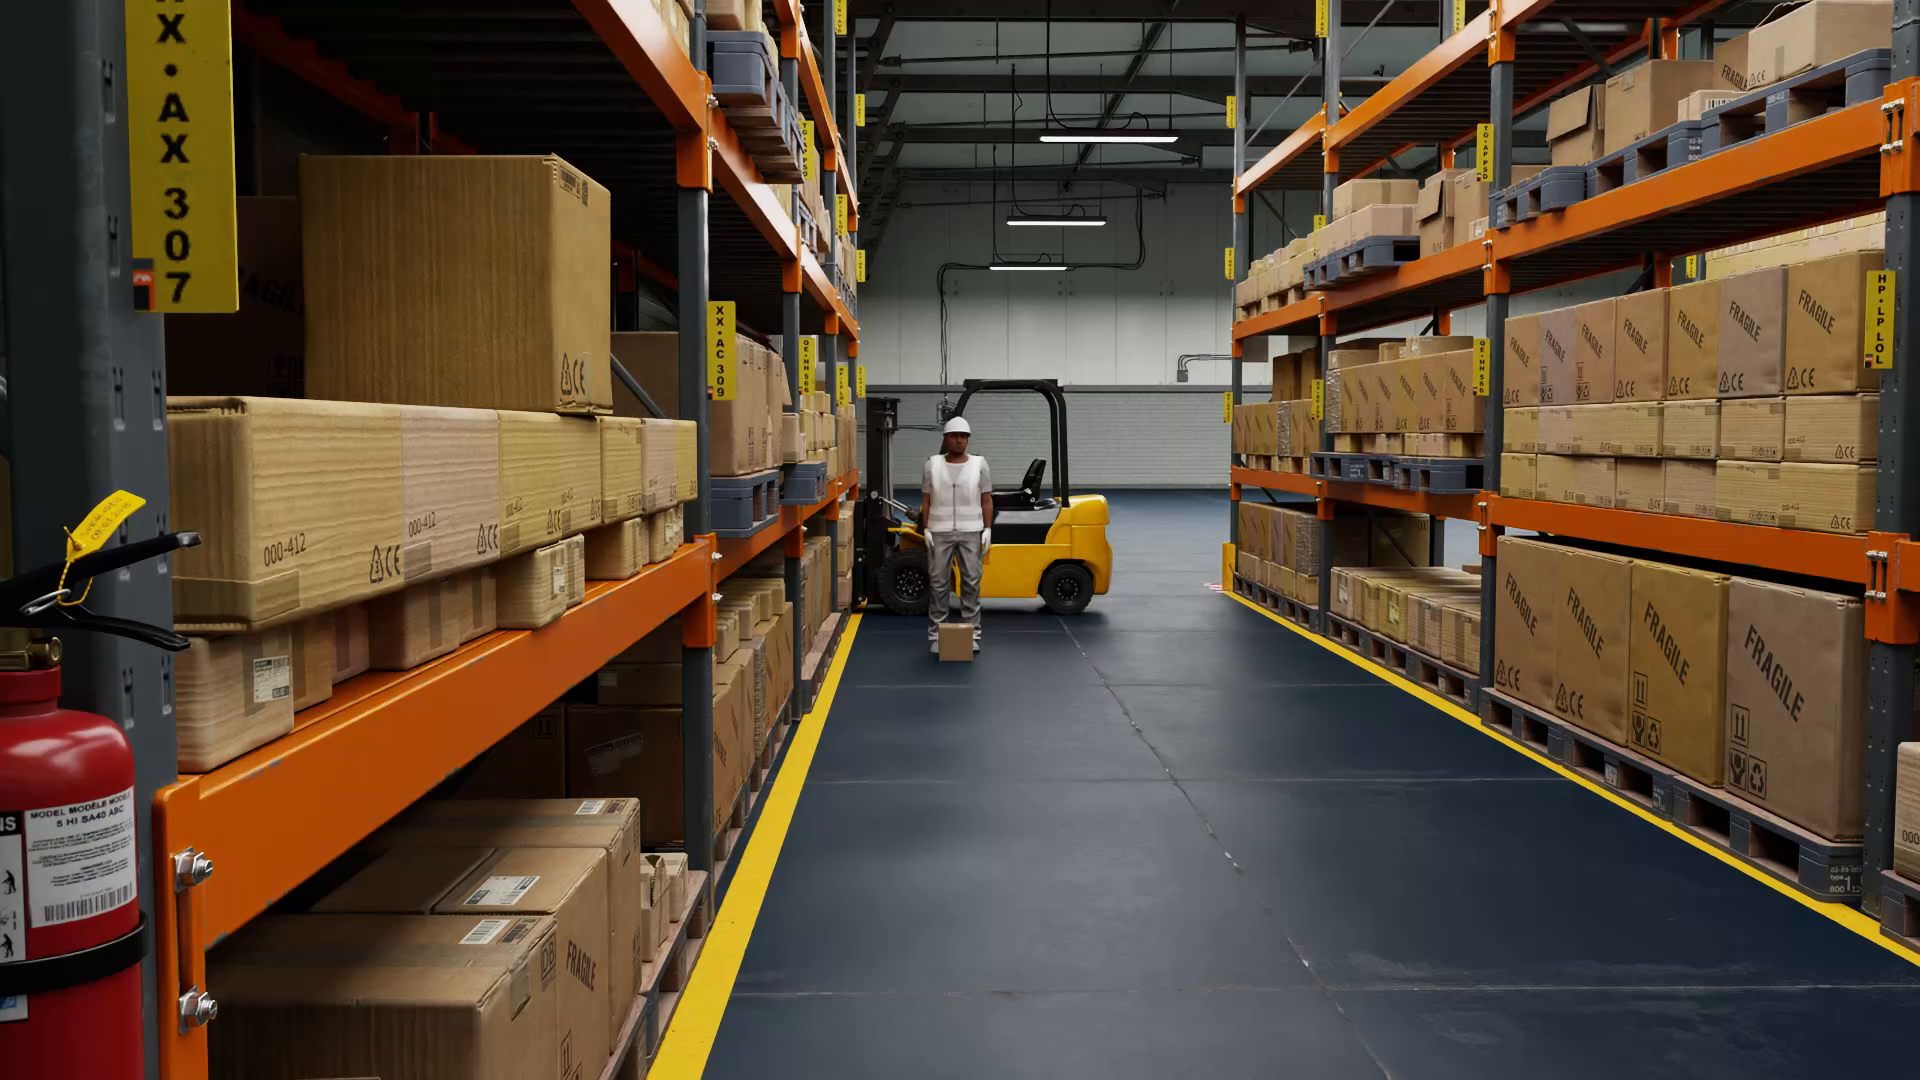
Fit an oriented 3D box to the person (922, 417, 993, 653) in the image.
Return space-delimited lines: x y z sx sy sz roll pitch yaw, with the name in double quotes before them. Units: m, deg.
"person" -0.022 -0.033 12.683 0.545 1.803 0.350 0 4 0
